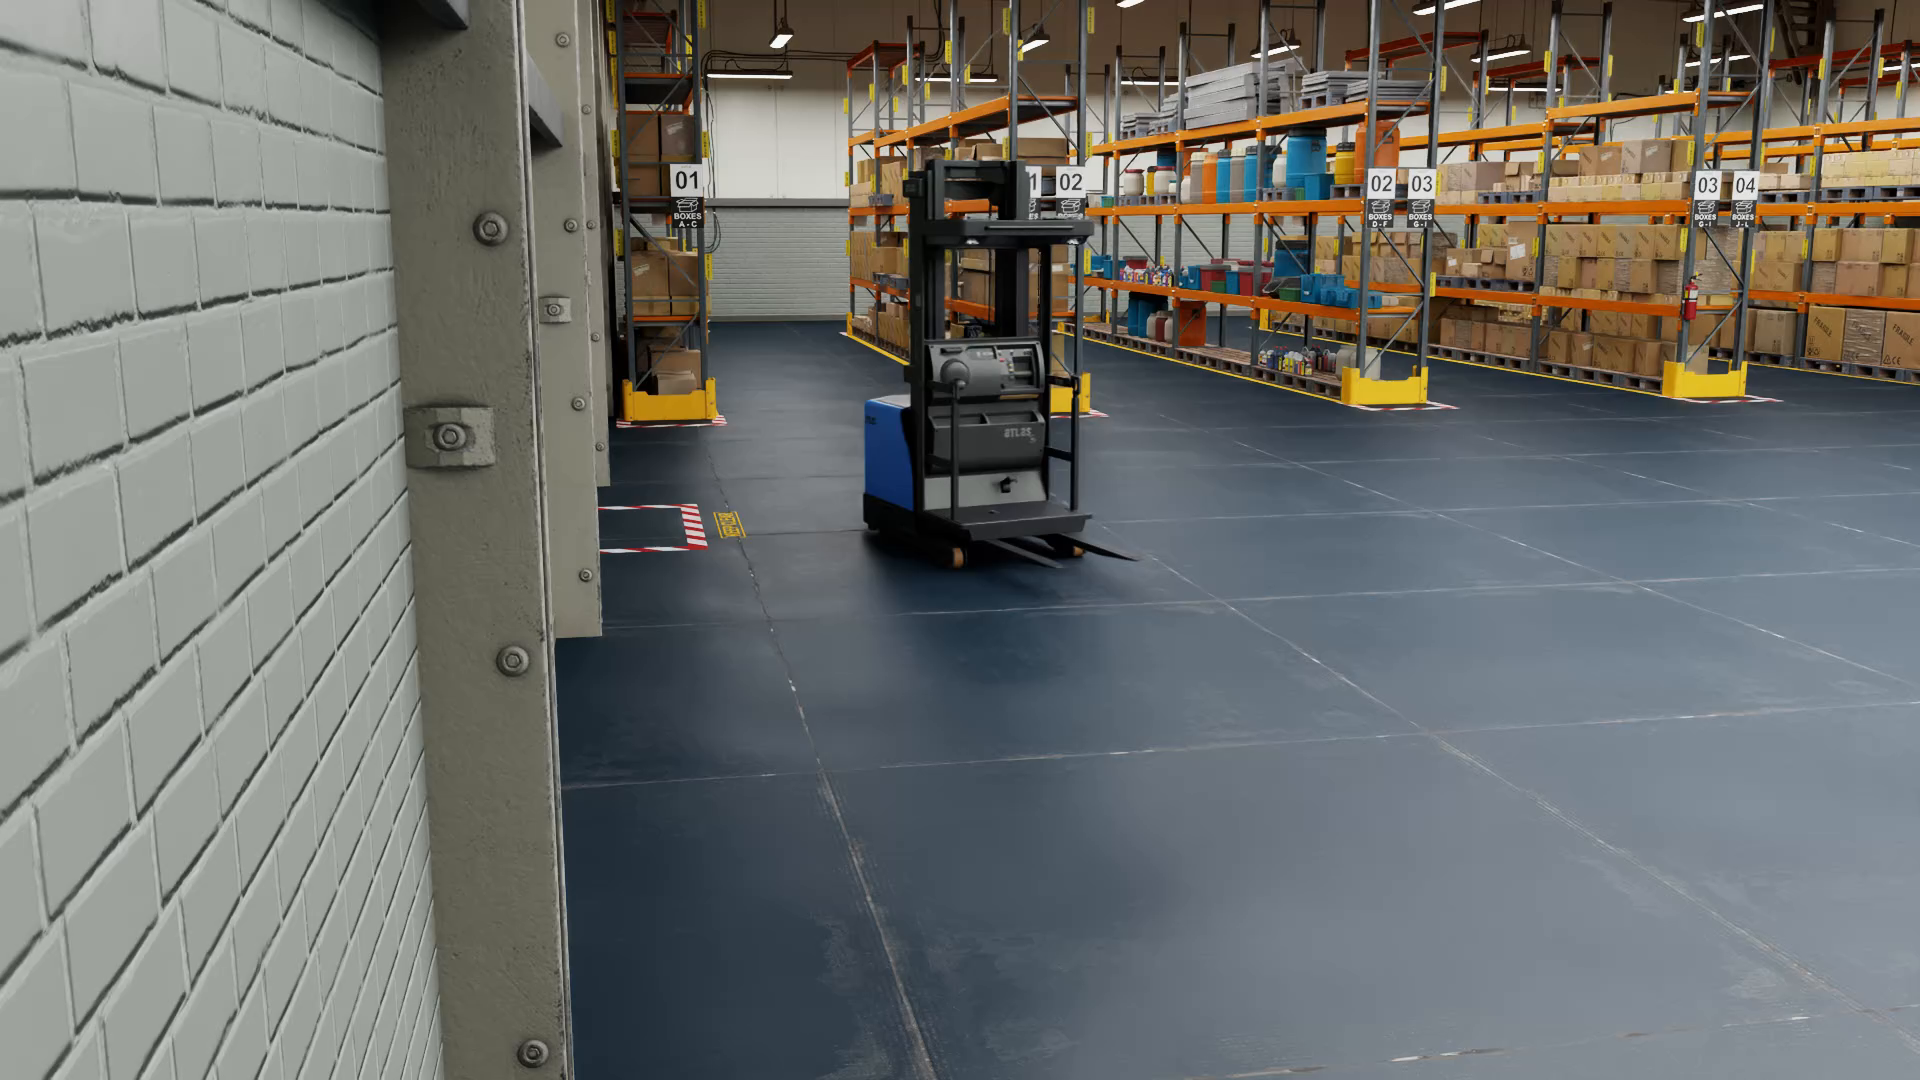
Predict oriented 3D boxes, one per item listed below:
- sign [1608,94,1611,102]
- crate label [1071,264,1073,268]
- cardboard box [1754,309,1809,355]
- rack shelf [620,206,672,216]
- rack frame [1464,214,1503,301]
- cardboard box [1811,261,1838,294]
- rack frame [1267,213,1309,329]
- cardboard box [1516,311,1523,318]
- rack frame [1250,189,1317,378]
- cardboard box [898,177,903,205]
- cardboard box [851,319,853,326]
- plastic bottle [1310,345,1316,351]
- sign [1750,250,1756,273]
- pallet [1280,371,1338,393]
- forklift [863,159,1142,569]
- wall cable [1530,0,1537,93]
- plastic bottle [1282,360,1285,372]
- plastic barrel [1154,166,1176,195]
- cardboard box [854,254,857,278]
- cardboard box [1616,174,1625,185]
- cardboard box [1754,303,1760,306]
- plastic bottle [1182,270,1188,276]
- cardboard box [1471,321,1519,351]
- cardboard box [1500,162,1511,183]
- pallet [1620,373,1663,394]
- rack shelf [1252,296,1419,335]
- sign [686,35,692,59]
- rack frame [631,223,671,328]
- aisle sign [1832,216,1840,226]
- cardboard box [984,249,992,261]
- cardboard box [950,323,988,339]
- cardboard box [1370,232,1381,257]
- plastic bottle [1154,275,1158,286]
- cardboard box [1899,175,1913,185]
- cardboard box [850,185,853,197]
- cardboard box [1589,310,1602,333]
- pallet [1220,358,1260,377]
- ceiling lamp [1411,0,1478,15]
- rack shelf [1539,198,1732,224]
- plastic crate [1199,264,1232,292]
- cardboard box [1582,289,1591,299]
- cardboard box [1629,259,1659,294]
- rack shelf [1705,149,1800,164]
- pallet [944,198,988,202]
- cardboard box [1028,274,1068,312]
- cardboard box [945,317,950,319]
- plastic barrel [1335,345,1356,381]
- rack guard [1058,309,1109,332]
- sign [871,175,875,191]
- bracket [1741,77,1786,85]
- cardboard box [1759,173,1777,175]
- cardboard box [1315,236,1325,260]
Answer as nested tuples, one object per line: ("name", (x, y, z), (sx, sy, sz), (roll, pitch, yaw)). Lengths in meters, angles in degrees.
("sign", (13.949, -9.432, 35.762), (0.100, 0.325, 0.005), (-2, 11, -11))
("crate label", (2.609, -6.209, 38.080), (0.416, 0.233, 0.303), (-2, 11, -11))
("cardboard box", (14.752, -3.671, 29.357), (1.050, 0.750, 0.750), (-2, 11, -11))
("rack shelf", (-4.889, -5.244, 26.629), (1.077, 0.370, 4.000), (-2, 11, -11))
("rack frame", (12.627, -6.660, 40.168), (1.000, 3.000, 0.127), (-2, 11, -11))
("cardboard box", (15.045, -4.466, 28.237), (0.875, 0.550, 0.550), (-2, 11, -11))
("rack frame", (7.743, -6.499, 39.318), (1.000, 3.000, 0.127), (-2, 11, -11))
("cardboard box", (12.877, -5.118, 37.771), (0.380, 0.149, 0.250), (-2, 11, -10))
("rack frame", (5.218, -4.118, 26.808), (1.000, 3.000, 0.127), (-2, 11, -11))
("cardboard box", (-0.636, -6.367, 30.335), (0.910, 0.500, 0.500), (-2, 11, -11))
("cardboard box", (-2.231, -4.865, 37.185), (0.380, 0.149, 0.250), (-2, 11, -11))
("plastic bottle", (5.626, -2.925, 26.449), (0.144, 0.351, 0.185), (-2, 11, -13))
("sign", (11.387, -4.009, 23.923), (0.100, 0.325, 0.005), (-2, 11, -11))
("pallet", (5.548, -2.399, 25.236), (1.003, 0.211, 1.213), (-2, 11, -11))
("forklift", (0.294, -1.318, 12.284), (1.130, 2.935, 3.031), (-5, 12, -25))
("wall cable", (14.563, -13.729, 45.218), (2.355, 3.000, 0.029), (-2, 11, -11))
("plastic bottle", (5.037, -2.709, 25.712), (0.097, 0.201, 0.097), (0, 11, 0))
("plastic barrel", (3.947, -6.918, 32.010), (0.433, 0.535, 0.433), (0, 11, 0))
("cardboard box", (-2.042, -6.003, 36.445), (0.500, 0.500, 0.500), (-2, 11, -12))
("cardboard box", (10.241, -5.490, 25.332), (0.380, 0.149, 0.250), (-3, 11, -14))
("cardboard box", (18.224, -5.192, 38.182), (0.875, 0.438, 0.875), (-2, 11, -12))
("plastic bottle", (4.403, -5.136, 32.489), (0.152, 0.276, 0.135), (-2, 11, -11))
("cardboard box", (9.686, -3.692, 30.082), (0.700, 0.500, 0.500), (-1, 11, -6))
("cardboard box", (9.828, -6.536, 29.888), (0.500, 0.500, 0.500), (-2, 11, -10))
("pallet", (10.716, -2.359, 25.023), (1.003, 0.211, 1.213), (-2, 11, -11))
("rack shelf", (5.607, -3.397, 24.948), (1.077, 0.370, 4.000), (-2, 11, -11))
("sign", (-3.964, -7.219, 24.345), (0.100, 0.325, 0.005), (-2, 11, -11))
("rack frame", (-6.834, -5.958, 36.478), (1.000, 3.000, 0.127), (-2, 11, -11))
("aisle sign", (22.030, -8.319, 41.930), (0.394, 0.787, 0.004), (-2, 11, -11))
("cardboard box", (0.744, -4.267, 23.857), (0.700, 0.500, 0.500), (-2, 11, -11))
("cardboard box", (0.142, -3.066, 25.506), (0.500, 0.500, 0.500), (-2, 11, -11))
("cardboard box", (8.775, -6.064, 34.083), (0.797, 0.503, 0.637), (-2, 11, -10))
("plastic bottle", (3.780, -4.984, 31.889), (0.097, 0.201, 0.097), (0, 11, 0))
("cardboard box", (15.046, -5.660, 26.170), (0.380, 0.149, 0.250), (-2, 11, -10))
("cardboard box", (-2.131, -7.681, 36.571), (0.500, 0.250, 0.500), (-2, 11, -11))
("cardboard box", (13.509, -4.567, 34.733), (0.500, 0.500, 0.500), (-2, 11, -10))
("pallet", (5.027, -2.890, 27.818), (1.003, 0.211, 1.213), (-2, 11, -11))
("ceiling lamp", (7.990, -10.009, 26.106), (0.800, 3.185, 2.000), (-2, 11, -11))
("rack shelf", (10.465, -5.051, 25.614), (1.077, 0.370, 4.000), (-2, 11, -11))
("plastic crate", (4.454, -4.575, 29.041), (0.402, 0.464, 0.583), (-2, 11, -11))
("cardboard box", (10.090, -3.896, 26.313), (0.380, 0.149, 0.250), (-2, 11, -11))
("cardboard box", (10.559, -3.949, 24.857), (0.875, 0.500, 0.500), (-2, 11, -11))
("rack shelf", (17.852, -8.889, 38.828), (1.077, 0.370, 4.000), (-2, 11, -11))
("pallet", (0.174, -5.479, 26.450), (0.805, 0.209, 1.217), (-3, 11, -13))
("cardboard box", (1.058, -3.340, 22.454), (0.700, 0.500, 0.500), (-2, 11, -11))
("cardboard box", (-0.428, -3.942, 31.393), (0.500, 0.500, 0.500), (-2, 11, -12))
("plastic barrel", (5.696, -2.578, 24.250), (0.421, 0.512, 0.421), (0, 11, 0))
("rack guard", (2.867, -5.095, 38.626), (1.175, 0.500, 0.348), (-2, 11, -11))
("sign", (-1.728, -7.112, 33.134), (0.100, 0.325, 0.005), (-2, 11, -11))
("bracket", (21.719, -12.859, 47.060), (0.076, 0.066, 5.218), (-2, 11, -11))
("cardboard box", (14.405, -6.458, 29.931), (0.500, 0.311, 0.500), (-3, 11, -13))
("cardboard box", (8.075, -6.372, 36.255), (0.500, 0.500, 0.500), (-2, 11, -10))
